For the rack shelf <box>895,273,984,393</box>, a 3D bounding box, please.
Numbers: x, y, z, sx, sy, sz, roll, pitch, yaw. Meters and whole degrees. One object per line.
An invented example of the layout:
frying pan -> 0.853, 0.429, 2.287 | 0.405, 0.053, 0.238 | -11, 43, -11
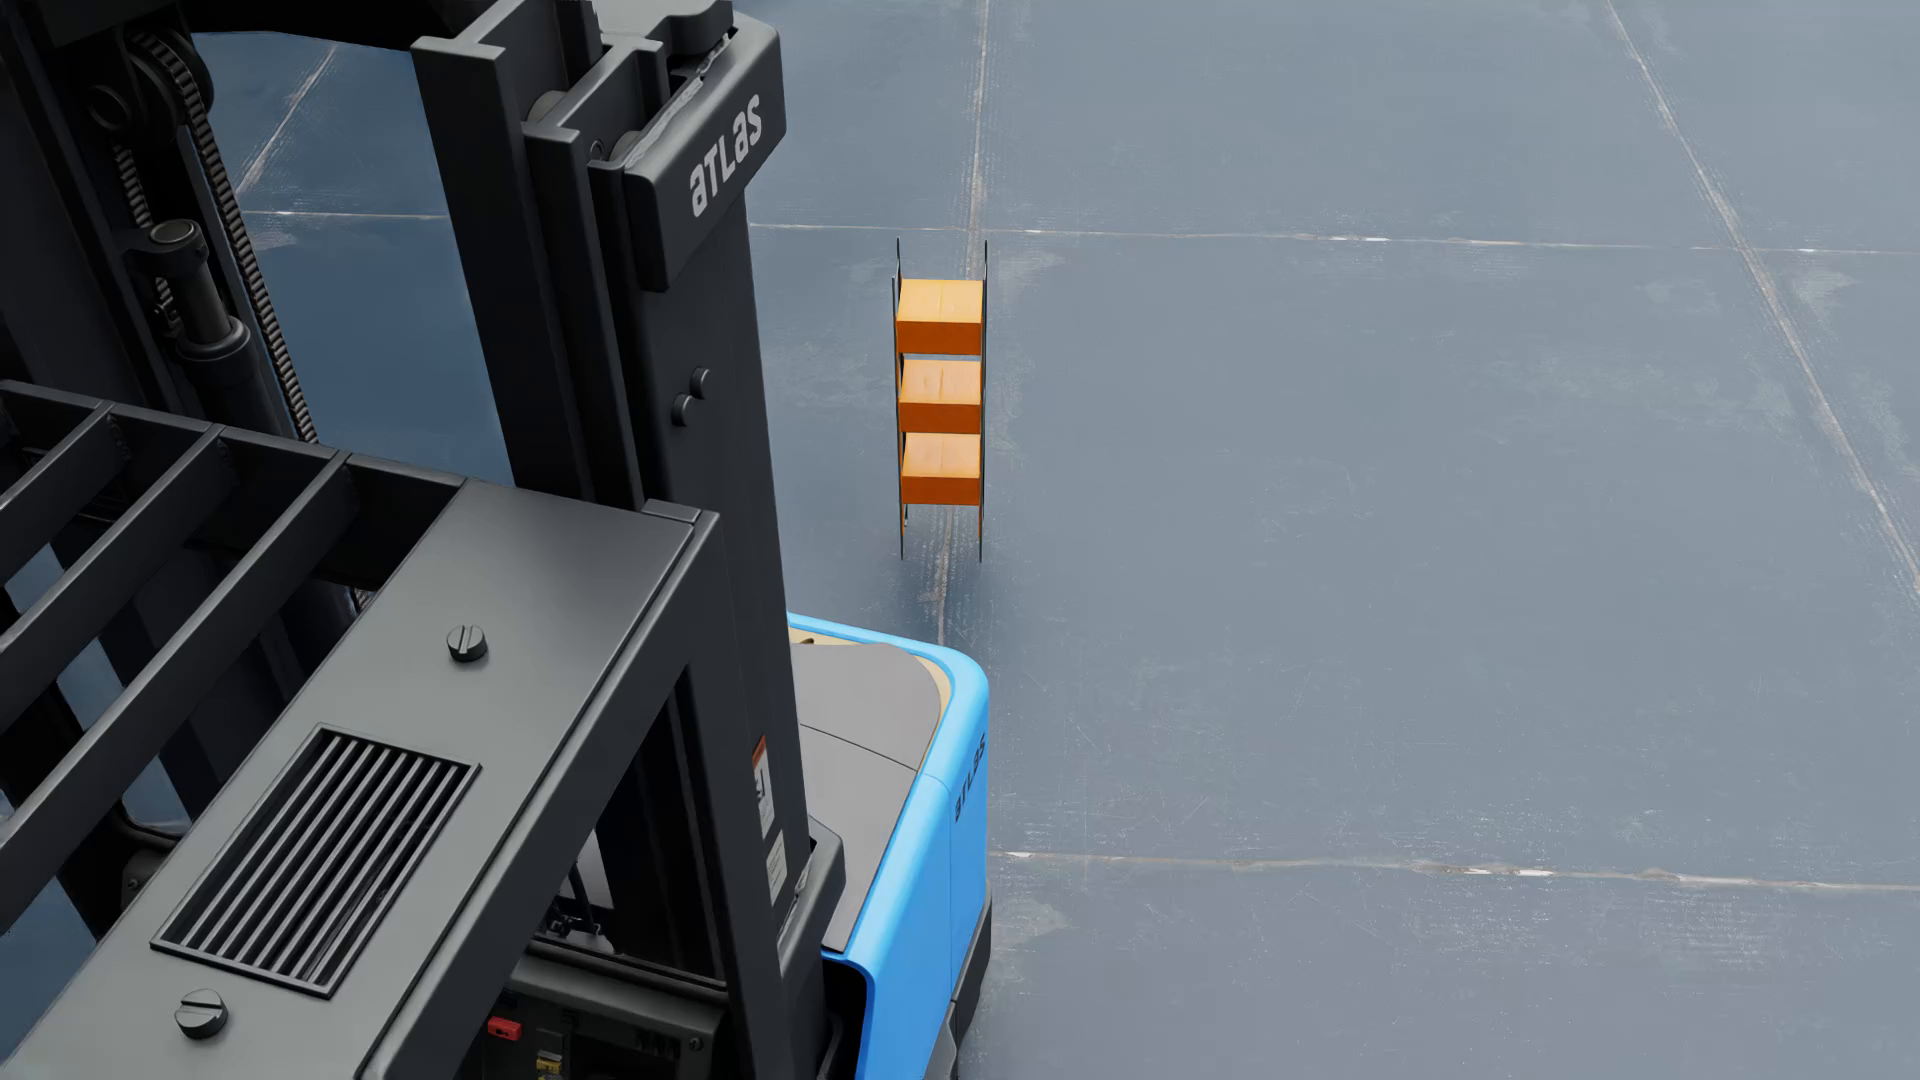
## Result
rack shelf -> -0.053, -0.586, 4.708 | 0.240, 0.259, 0.215 | 2, 43, 2

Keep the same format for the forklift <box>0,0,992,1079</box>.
forklift -> -0.841, 0.817, 2.222 | 1.130, 2.935, 3.031 | 12, 44, 12

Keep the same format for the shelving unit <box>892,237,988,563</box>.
shelving unit -> -0.053, -0.386, 4.894 | 0.252, 1.050, 0.215 | 2, 43, 2

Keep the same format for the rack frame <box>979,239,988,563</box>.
rack frame -> 0.068, -0.382, 4.890 | 0.008, 1.050, 0.200 | 2, 43, 2

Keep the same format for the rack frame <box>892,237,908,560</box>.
rack frame -> -0.175, -0.390, 4.898 | 0.008, 1.050, 0.200 | 2, 43, 2

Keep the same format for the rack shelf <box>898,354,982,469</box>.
rack shelf -> -0.053, -0.378, 4.901 | 0.240, 0.259, 0.215 | 2, 43, 2

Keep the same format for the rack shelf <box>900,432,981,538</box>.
rack shelf -> -0.053, -0.175, 5.091 | 0.240, 0.259, 0.215 | 2, 43, 2
